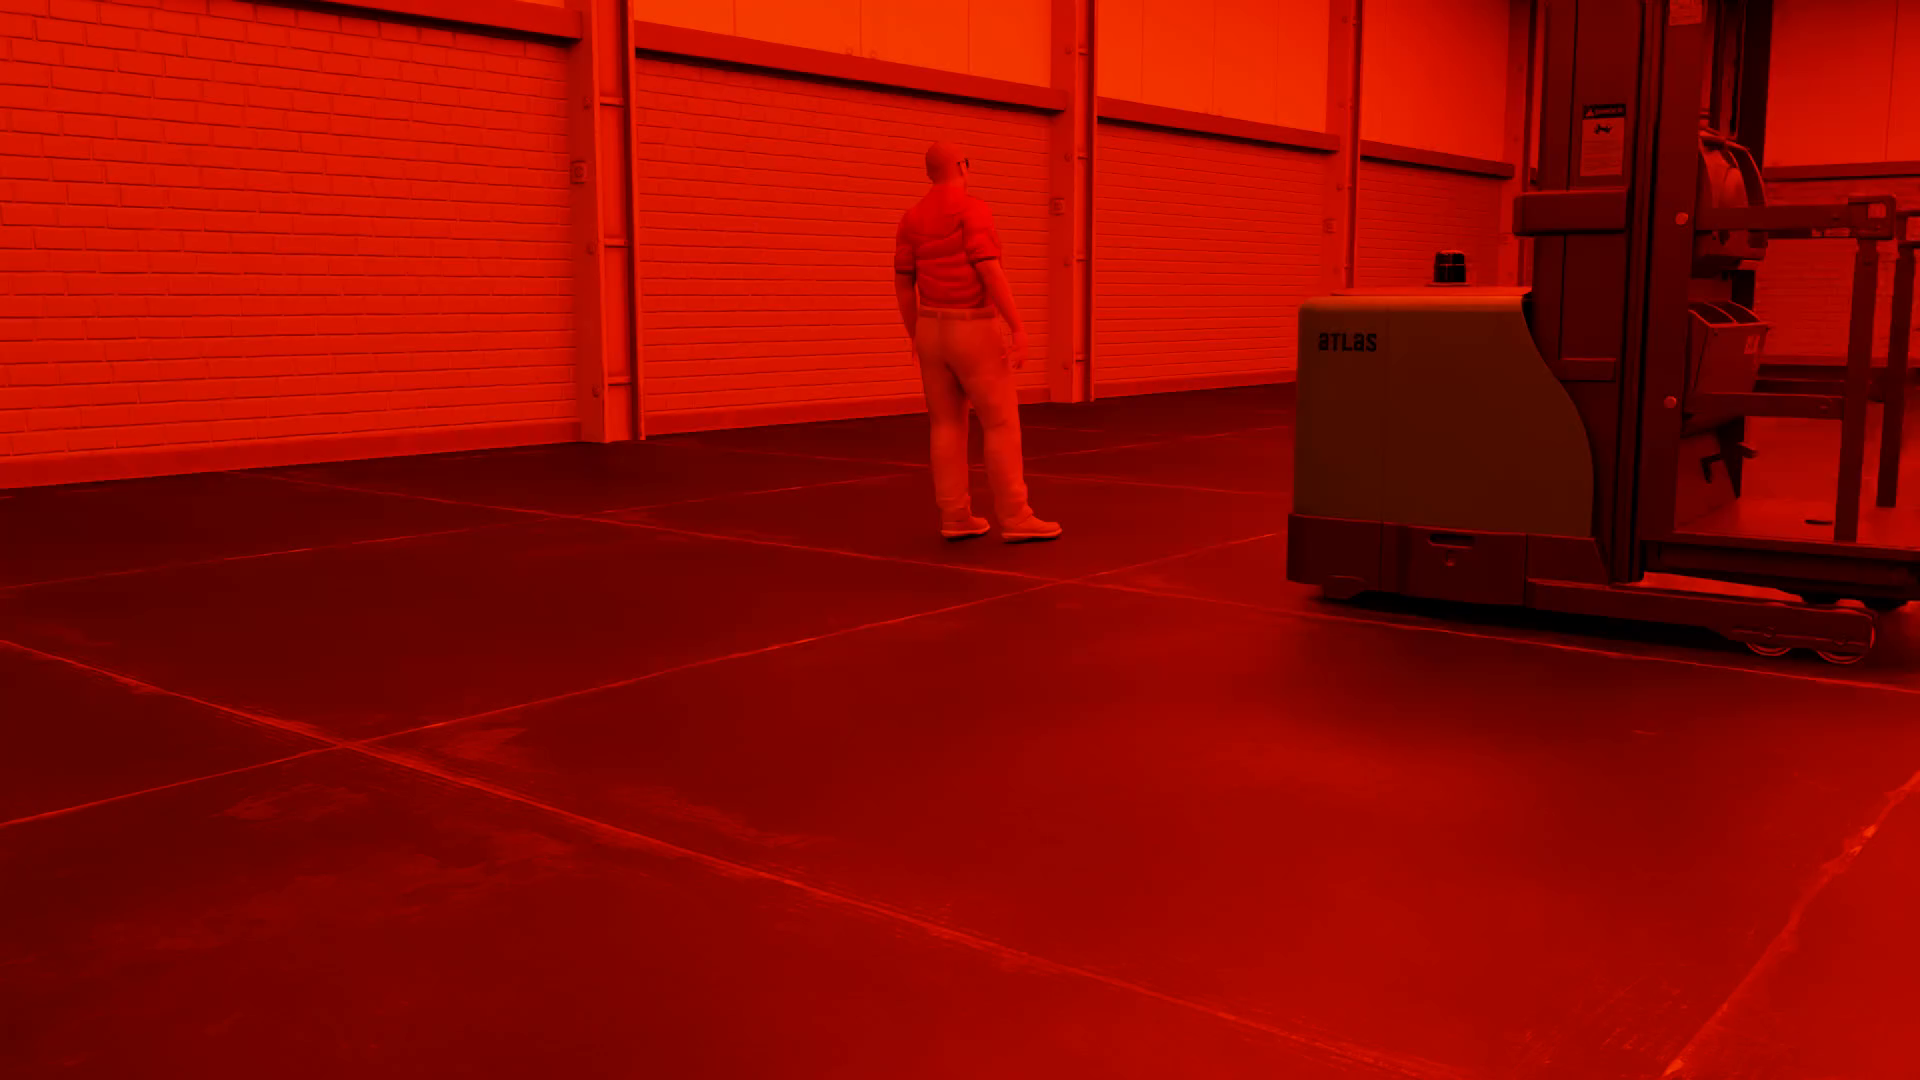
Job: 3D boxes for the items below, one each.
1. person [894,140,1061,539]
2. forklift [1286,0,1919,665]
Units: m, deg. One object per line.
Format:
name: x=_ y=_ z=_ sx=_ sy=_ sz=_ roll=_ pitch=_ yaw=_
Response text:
person: x=0.066 y=-0.871 z=7.340 sx=0.640 sy=1.727 sz=0.551 roll=7 pitch=11 yaw=38
forklift: x=2.668 y=-1.170 z=5.278 sx=3.031 sy=2.935 sz=1.130 roll=6 pitch=10 yaw=35
